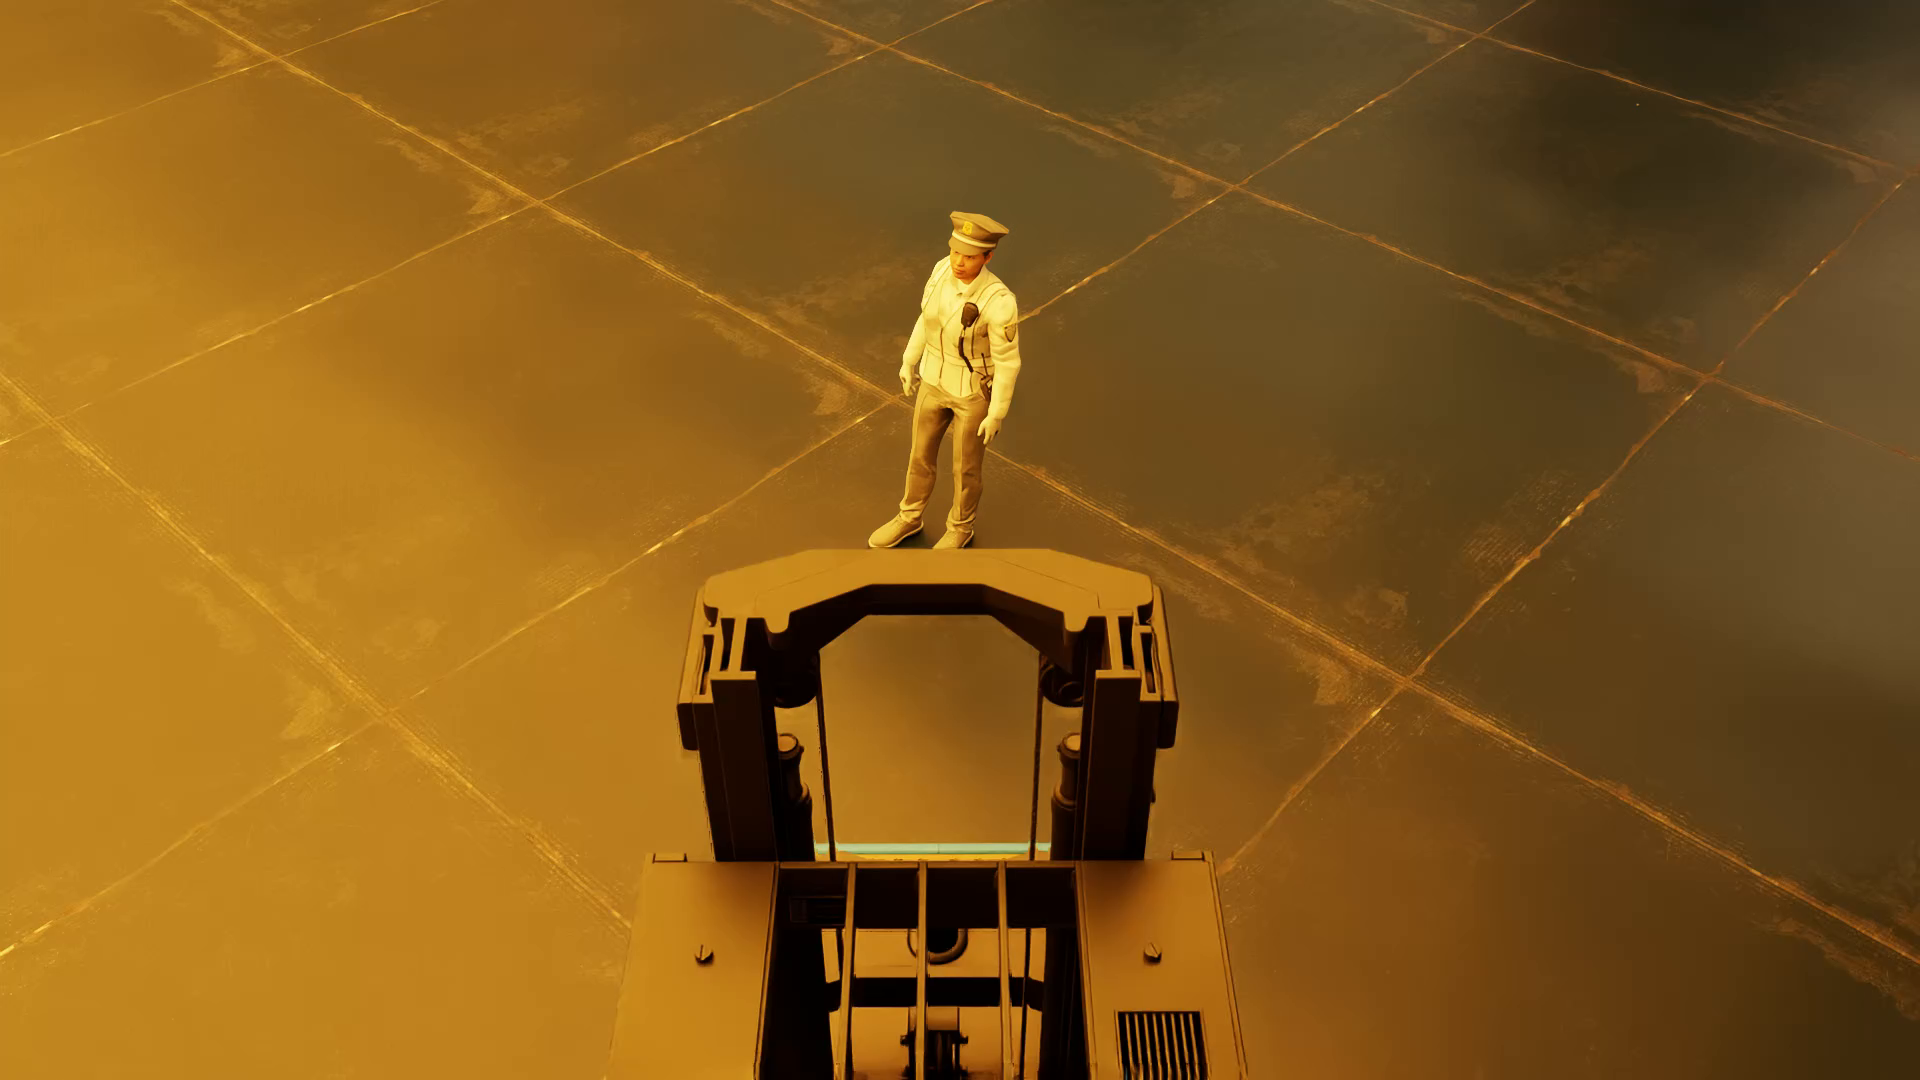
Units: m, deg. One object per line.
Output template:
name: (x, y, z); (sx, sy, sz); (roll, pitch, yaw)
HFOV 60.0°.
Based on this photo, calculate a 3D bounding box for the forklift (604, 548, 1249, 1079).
forklift: (-0.057, 1.571, 3.597); (1.130, 2.935, 3.031); (0, 41, 0)

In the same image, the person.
person: (-0.051, -0.618, 7.088); (0.587, 1.695, 0.531); (31, 49, 31)
